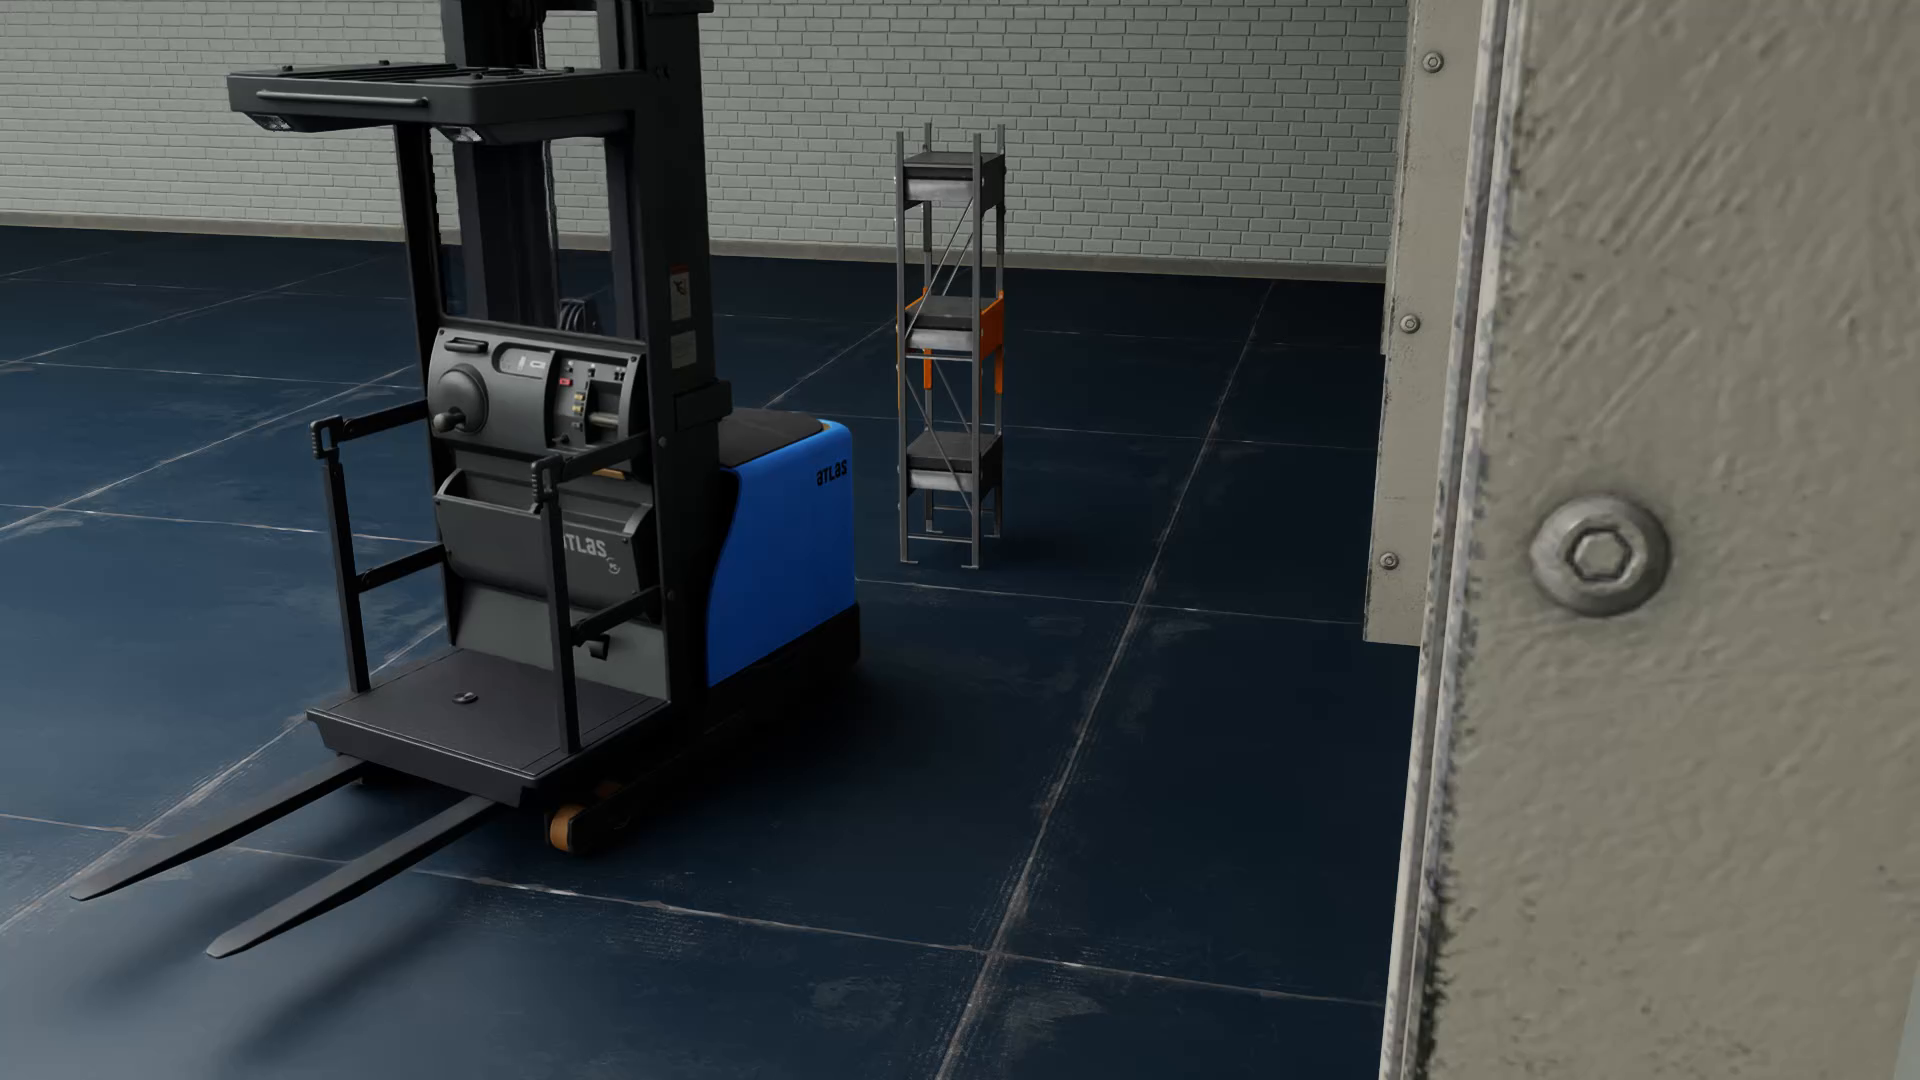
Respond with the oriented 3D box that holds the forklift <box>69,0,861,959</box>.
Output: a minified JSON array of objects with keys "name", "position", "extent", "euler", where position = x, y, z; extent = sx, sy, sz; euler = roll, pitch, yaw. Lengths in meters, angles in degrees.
[{"name":"forklift","position":[-1.583,-0.505,5.576],"extent":[1.130,2.935,3.031],"euler":[10,21,28]}]

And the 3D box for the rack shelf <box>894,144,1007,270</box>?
[{"name":"rack shelf","position":[-0.040,-1.591,7.919],"extent":[0.431,0.518,0.480],"euler":[5,19,13]}]

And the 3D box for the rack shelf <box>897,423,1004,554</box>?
[{"name":"rack shelf","position":[-0.040,-0.266,8.372],"extent":[0.431,0.518,0.480],"euler":[5,19,13]}]

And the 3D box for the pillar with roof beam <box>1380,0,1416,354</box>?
[{"name":"pillar with roof beam","position":[-0.734,-6.084,12.523],"extent":[9.100,9.000,0.400],"euler":[5,19,13]}]

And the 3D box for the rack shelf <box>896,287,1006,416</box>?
[{"name":"rack shelf","position":[-0.040,-0.929,8.146],"extent":[0.431,0.518,0.480],"euler":[5,19,13]}]

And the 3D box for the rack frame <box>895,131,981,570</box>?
[{"name":"rack frame","position":[-0.100,-0.865,7.917],"extent":[0.400,2.100,0.015],"euler":[5,19,13]}]

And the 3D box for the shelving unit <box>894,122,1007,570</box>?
[{"name":"shelving unit","position":[-0.040,-0.942,8.141],"extent":[0.431,2.100,0.503],"euler":[5,19,13]}]

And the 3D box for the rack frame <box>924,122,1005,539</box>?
[{"name":"rack frame","position":[0.019,-1.018,8.365],"extent":[0.400,2.100,0.015],"euler":[5,19,13]}]

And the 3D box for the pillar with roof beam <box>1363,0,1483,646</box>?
[{"name":"pillar with roof beam","position":[-2.200,-4.203,7.017],"extent":[9.100,9.000,0.400],"euler":[5,19,13]}]
